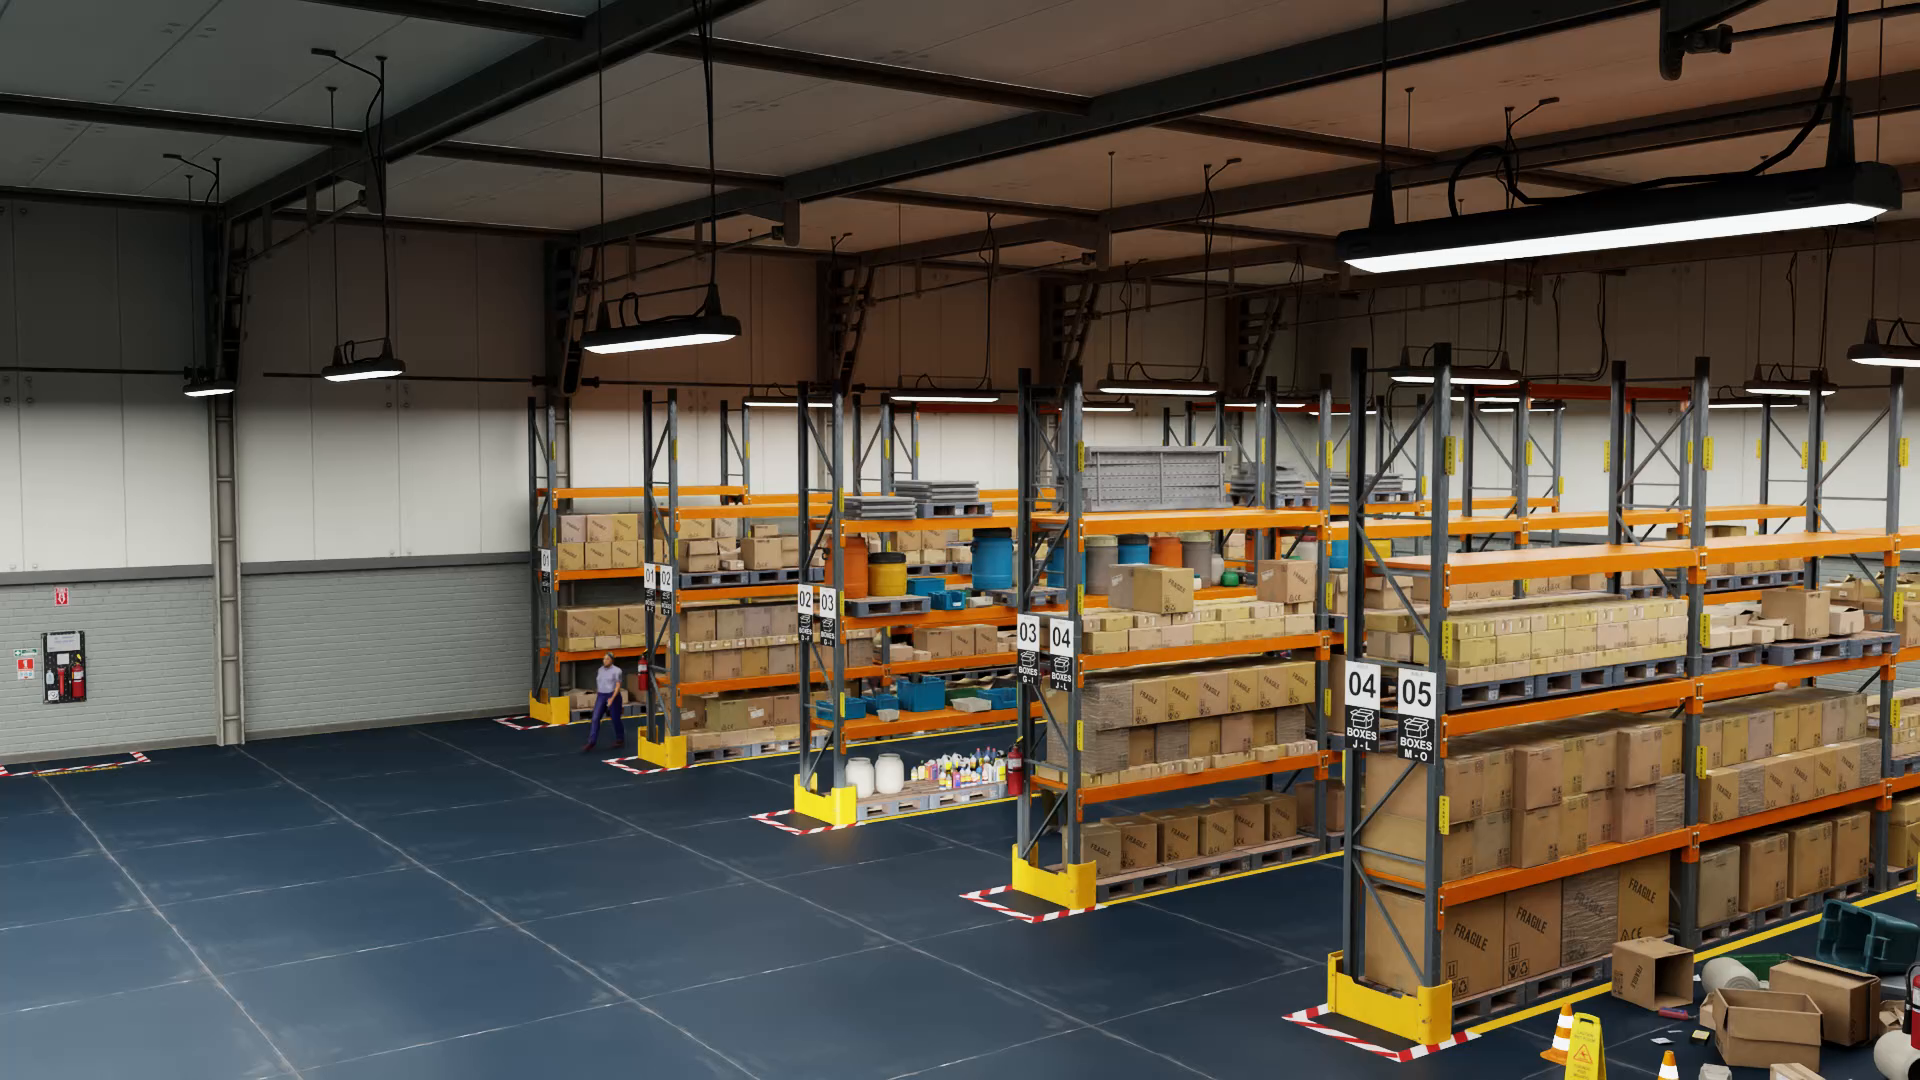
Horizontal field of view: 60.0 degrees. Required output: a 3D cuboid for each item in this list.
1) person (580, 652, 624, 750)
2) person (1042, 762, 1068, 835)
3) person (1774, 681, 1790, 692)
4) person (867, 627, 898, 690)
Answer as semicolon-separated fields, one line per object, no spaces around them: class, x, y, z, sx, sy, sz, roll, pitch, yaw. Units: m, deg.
person;-5.960;2.692;27.900;0.550;1.611;0.855;1;3;12
person;1.308;3.009;21.859;0.595;1.845;0.631;-2;4;-25
person;11.926;2.887;23.823;0.749;1.757;0.634;-2;4;-26
person;-1.578;2.387;33.023;0.840;1.660;0.463;-2;4;-34
